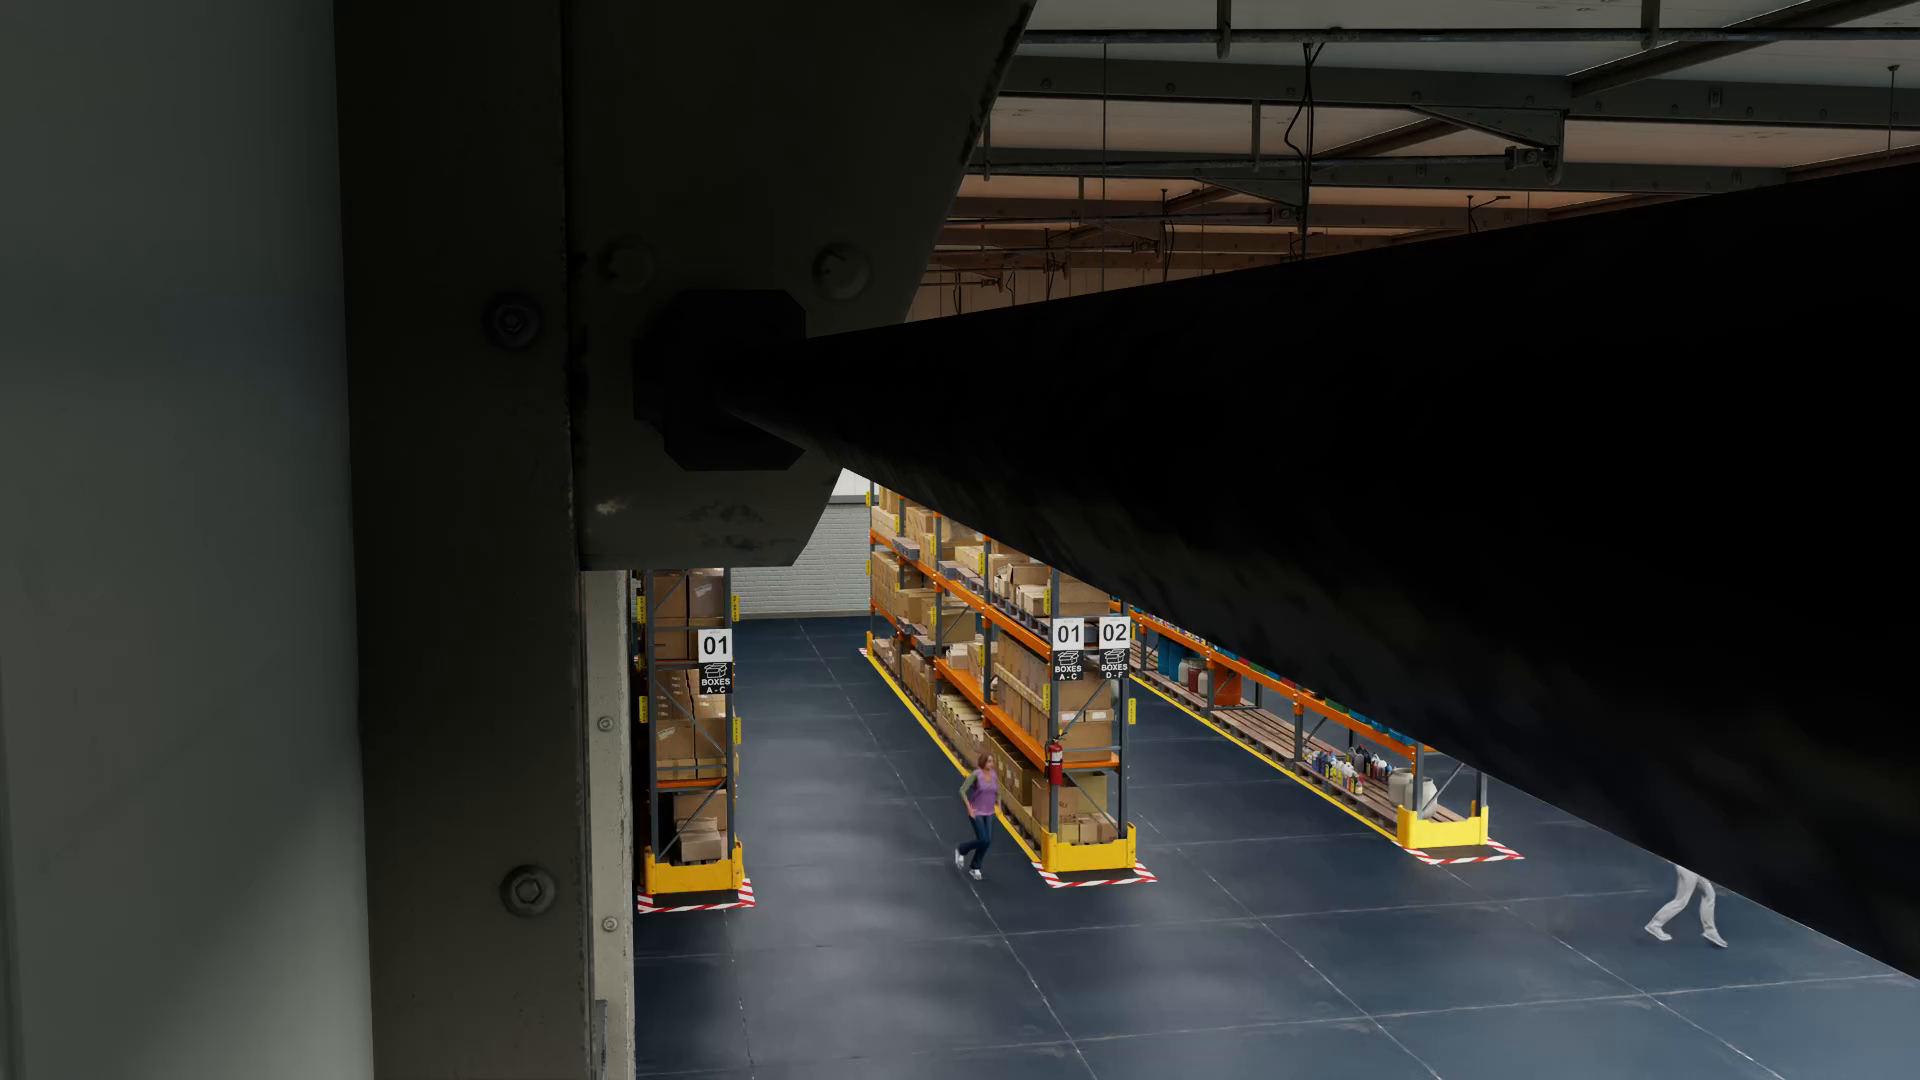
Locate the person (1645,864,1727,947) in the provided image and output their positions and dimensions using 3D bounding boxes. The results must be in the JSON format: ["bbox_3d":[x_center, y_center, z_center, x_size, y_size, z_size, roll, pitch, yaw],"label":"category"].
[{"bbox_3d":[7.976,3.600,18.192,0.862,1.718,0.612,2,6,17],"label":"person"}]

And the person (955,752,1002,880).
[{"bbox_3d":[0.275,3.418,20.711,0.553,1.576,0.526,-5,8,-39],"label":"person"}]

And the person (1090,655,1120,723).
[{"bbox_3d":[2.626,2.396,29.390,0.640,1.755,0.645,-2,6,-20],"label":"person"}]
